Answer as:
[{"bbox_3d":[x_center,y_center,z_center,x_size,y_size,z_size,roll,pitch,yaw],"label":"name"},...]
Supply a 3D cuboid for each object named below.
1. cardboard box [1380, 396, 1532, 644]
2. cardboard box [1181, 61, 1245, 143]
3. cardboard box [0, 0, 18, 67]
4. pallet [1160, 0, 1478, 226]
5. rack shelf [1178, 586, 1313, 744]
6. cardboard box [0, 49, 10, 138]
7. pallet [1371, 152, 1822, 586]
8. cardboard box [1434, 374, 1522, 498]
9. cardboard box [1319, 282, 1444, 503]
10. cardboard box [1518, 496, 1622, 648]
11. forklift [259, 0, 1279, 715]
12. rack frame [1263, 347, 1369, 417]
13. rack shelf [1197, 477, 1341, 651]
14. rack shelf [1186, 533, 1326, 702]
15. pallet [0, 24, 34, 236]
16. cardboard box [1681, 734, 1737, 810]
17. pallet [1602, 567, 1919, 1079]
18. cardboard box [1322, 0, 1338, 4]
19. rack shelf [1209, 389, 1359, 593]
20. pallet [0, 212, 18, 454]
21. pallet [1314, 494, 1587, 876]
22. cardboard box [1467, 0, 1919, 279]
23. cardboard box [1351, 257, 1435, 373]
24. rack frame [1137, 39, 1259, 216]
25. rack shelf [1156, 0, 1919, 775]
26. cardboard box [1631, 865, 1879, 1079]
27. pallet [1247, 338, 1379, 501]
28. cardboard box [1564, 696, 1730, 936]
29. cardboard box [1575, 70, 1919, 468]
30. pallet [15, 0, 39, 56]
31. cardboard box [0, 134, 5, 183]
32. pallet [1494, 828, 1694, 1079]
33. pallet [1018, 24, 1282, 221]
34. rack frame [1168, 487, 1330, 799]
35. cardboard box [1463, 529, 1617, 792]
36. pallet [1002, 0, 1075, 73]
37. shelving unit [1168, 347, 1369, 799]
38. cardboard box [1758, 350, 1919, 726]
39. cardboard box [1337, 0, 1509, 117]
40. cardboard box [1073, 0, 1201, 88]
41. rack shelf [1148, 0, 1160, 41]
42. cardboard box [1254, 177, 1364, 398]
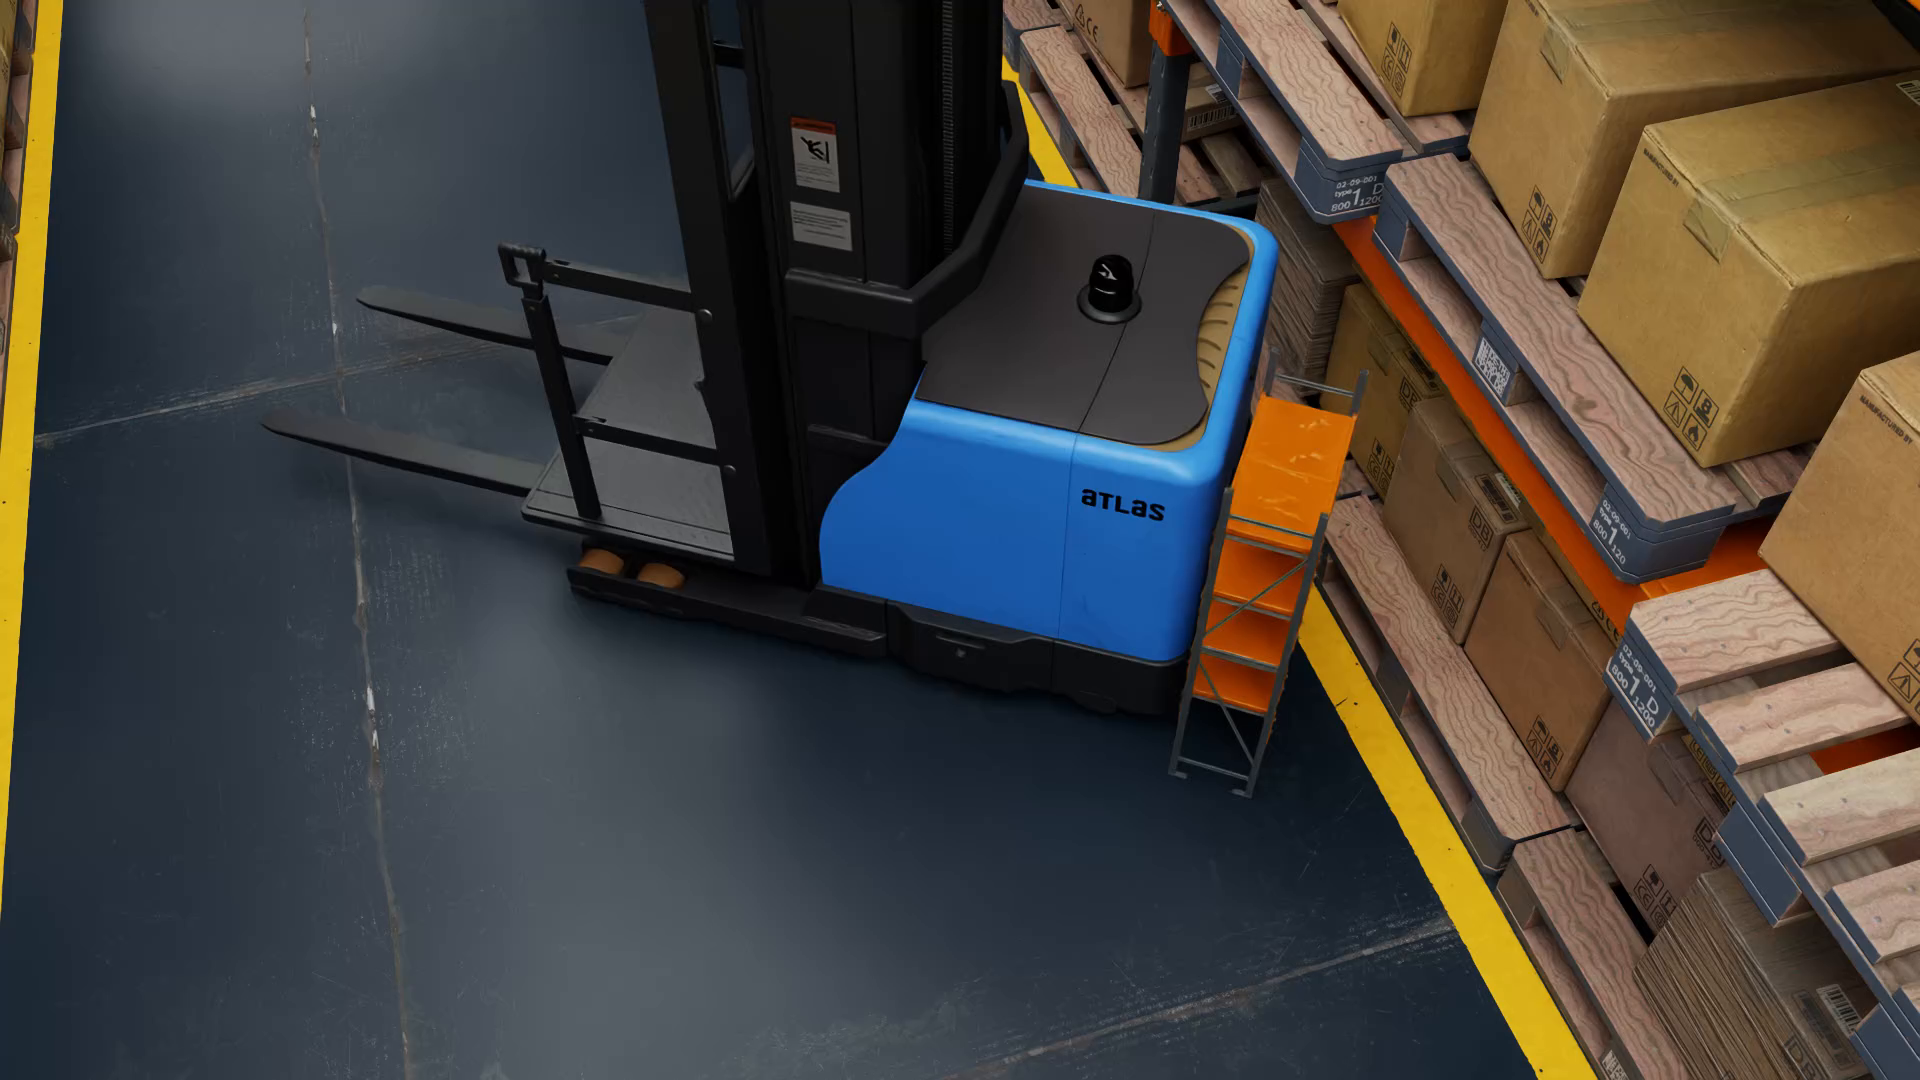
[{"bbox_3d":[1.669,-0.119,4.736,0.700,0.500,0.500,-13,51,-11],"label":"cardboard box"},{"bbox_3d":[0.936,-1.678,6.268,0.380,0.166,0.250,-19,53,-16],"label":"cardboard box"},{"bbox_3d":[-4.042,-2.061,6.549,0.500,0.250,0.500,-13,51,-11],"label":"cardboard box"},{"bbox_3d":[1.210,-1.412,4.604,1.003,0.211,1.213,-13,51,-11],"label":"pallet"},{"bbox_3d":[0.786,0.296,4.562,0.258,0.148,0.480,15,52,12],"label":"rack shelf"},{"bbox_3d":[-3.895,-1.695,6.241,0.500,0.250,0.500,-13,51,-11],"label":"cardboard box"},{"bbox_3d":[1.681,-0.518,3.850,1.003,0.211,1.213,-13,51,-11],"label":"pallet"},{"bbox_3d":[1.647,-0.409,4.490,0.500,0.250,0.500,-15,51,-12],"label":"cardboard box"},{"bbox_3d":[1.557,-0.501,5.058,0.700,0.500,0.500,-14,51,-12],"label":"cardboard box"},{"bbox_3d":[1.777,-0.040,4.179,0.500,0.250,0.500,-14,51,-11],"label":"cardboard box"},{"bbox_3d":[-0.681,-1.092,4.254,3.031,2.935,1.130,13,51,11],"label":"forklift"},{"bbox_3d":[0.869,-0.051,4.506,0.240,1.200,0.015,15,52,12],"label":"rack frame"},{"bbox_3d":[0.790,0.025,4.238,0.258,0.148,0.480,15,52,12],"label":"rack shelf"},{"bbox_3d":[0.788,0.168,4.409,0.258,0.148,0.480,15,52,12],"label":"rack shelf"},{"bbox_3d":[-4.168,-1.526,6.399,1.003,0.211,1.213,-13,51,-11],"label":"pallet"},{"bbox_3d":[1.934,0.334,3.863,0.500,0.250,0.500,-12,51,-10],"label":"cardboard box"},{"bbox_3d":[1.993,0.422,3.058,1.213,0.211,1.003,-13,51,-11],"label":"pallet"},{"bbox_3d":[1.240,-1.860,4.503,0.700,0.500,0.500,-13,51,-11],"label":"cardboard box"},{"bbox_3d":[0.793,-0.127,4.056,0.258,0.148,0.480,15,52,12],"label":"rack shelf"},{"bbox_3d":[-3.804,-0.634,5.646,1.003,0.211,1.213,-13,51,-11],"label":"pallet"},{"bbox_3d":[1.719,0.295,4.863,1.003,0.211,1.213,-13,51,-11],"label":"pallet"},{"bbox_3d":[1.623,-0.976,3.758,0.700,0.500,0.500,-7,50,-6],"label":"cardboard box"},{"bbox_3d":[1.490,-0.788,4.809,0.500,0.250,0.500,-14,51,-12],"label":"cardboard box"},{"bbox_3d":[1.123,-2.065,5.029,1.000,3.000,0.127,-13,51,-11],"label":"rack frame"},{"bbox_3d":[1.714,-0.372,4.073,1.077,0.370,4.000,-13,51,-11],"label":"rack shelf"},{"bbox_3d":[2.043,1.006,3.787,0.700,0.500,0.500,-13,51,-10],"label":"cardboard box"},{"bbox_3d":[1.354,-0.598,5.616,1.003,0.211,1.213,-13,51,-11],"label":"pallet"},{"bbox_3d":[2.001,0.604,4.126,0.700,0.500,0.500,-13,51,-11],"label":"cardboard box"},{"bbox_3d":[1.767,-0.564,3.410,0.700,0.500,0.500,-13,51,-11],"label":"cardboard box"},{"bbox_3d":[-4.525,-2.416,7.148,1.003,0.211,1.213,-13,51,-11],"label":"pallet"},{"bbox_3d":[-3.742,-1.331,5.934,0.500,0.250,0.500,-13,51,-11],"label":"cardboard box"},{"bbox_3d":[2.076,1.184,4.114,1.003,0.211,1.213,-13,51,-11],"label":"pallet"},{"bbox_3d":[0.890,-1.649,6.502,1.003,0.211,1.213,-13,51,-11],"label":"pallet"},{"bbox_3d":[0.708,0.301,4.209,0.240,1.200,0.015,15,52,12],"label":"rack frame"},{"bbox_3d":[1.827,0.247,4.427,0.700,0.500,0.500,-14,51,-11],"label":"cardboard box"},{"bbox_3d":[0.526,-2.541,7.254,1.003,0.211,1.213,-13,51,-11],"label":"pallet"},{"bbox_3d":[0.788,0.125,4.358,0.258,1.200,0.503,15,52,12],"label":"shelving unit"},{"bbox_3d":[1.966,-0.061,2.986,0.700,0.500,0.500,-18,52,-14],"label":"cardboard box"},{"bbox_3d":[1.399,-1.450,4.157,0.700,0.500,0.500,-9,50,-7],"label":"cardboard box"},{"bbox_3d":[0.777,-2.150,6.448,0.500,0.500,0.500,-17,52,-14],"label":"cardboard box"},{"bbox_3d":[0.531,-3.294,6.535,1.077,0.370,4.000,-13,51,-11],"label":"rack shelf"},{"bbox_3d":[1.356,-0.867,5.366,0.700,0.500,0.500,-12,51,-10],"label":"cardboard box"}]
